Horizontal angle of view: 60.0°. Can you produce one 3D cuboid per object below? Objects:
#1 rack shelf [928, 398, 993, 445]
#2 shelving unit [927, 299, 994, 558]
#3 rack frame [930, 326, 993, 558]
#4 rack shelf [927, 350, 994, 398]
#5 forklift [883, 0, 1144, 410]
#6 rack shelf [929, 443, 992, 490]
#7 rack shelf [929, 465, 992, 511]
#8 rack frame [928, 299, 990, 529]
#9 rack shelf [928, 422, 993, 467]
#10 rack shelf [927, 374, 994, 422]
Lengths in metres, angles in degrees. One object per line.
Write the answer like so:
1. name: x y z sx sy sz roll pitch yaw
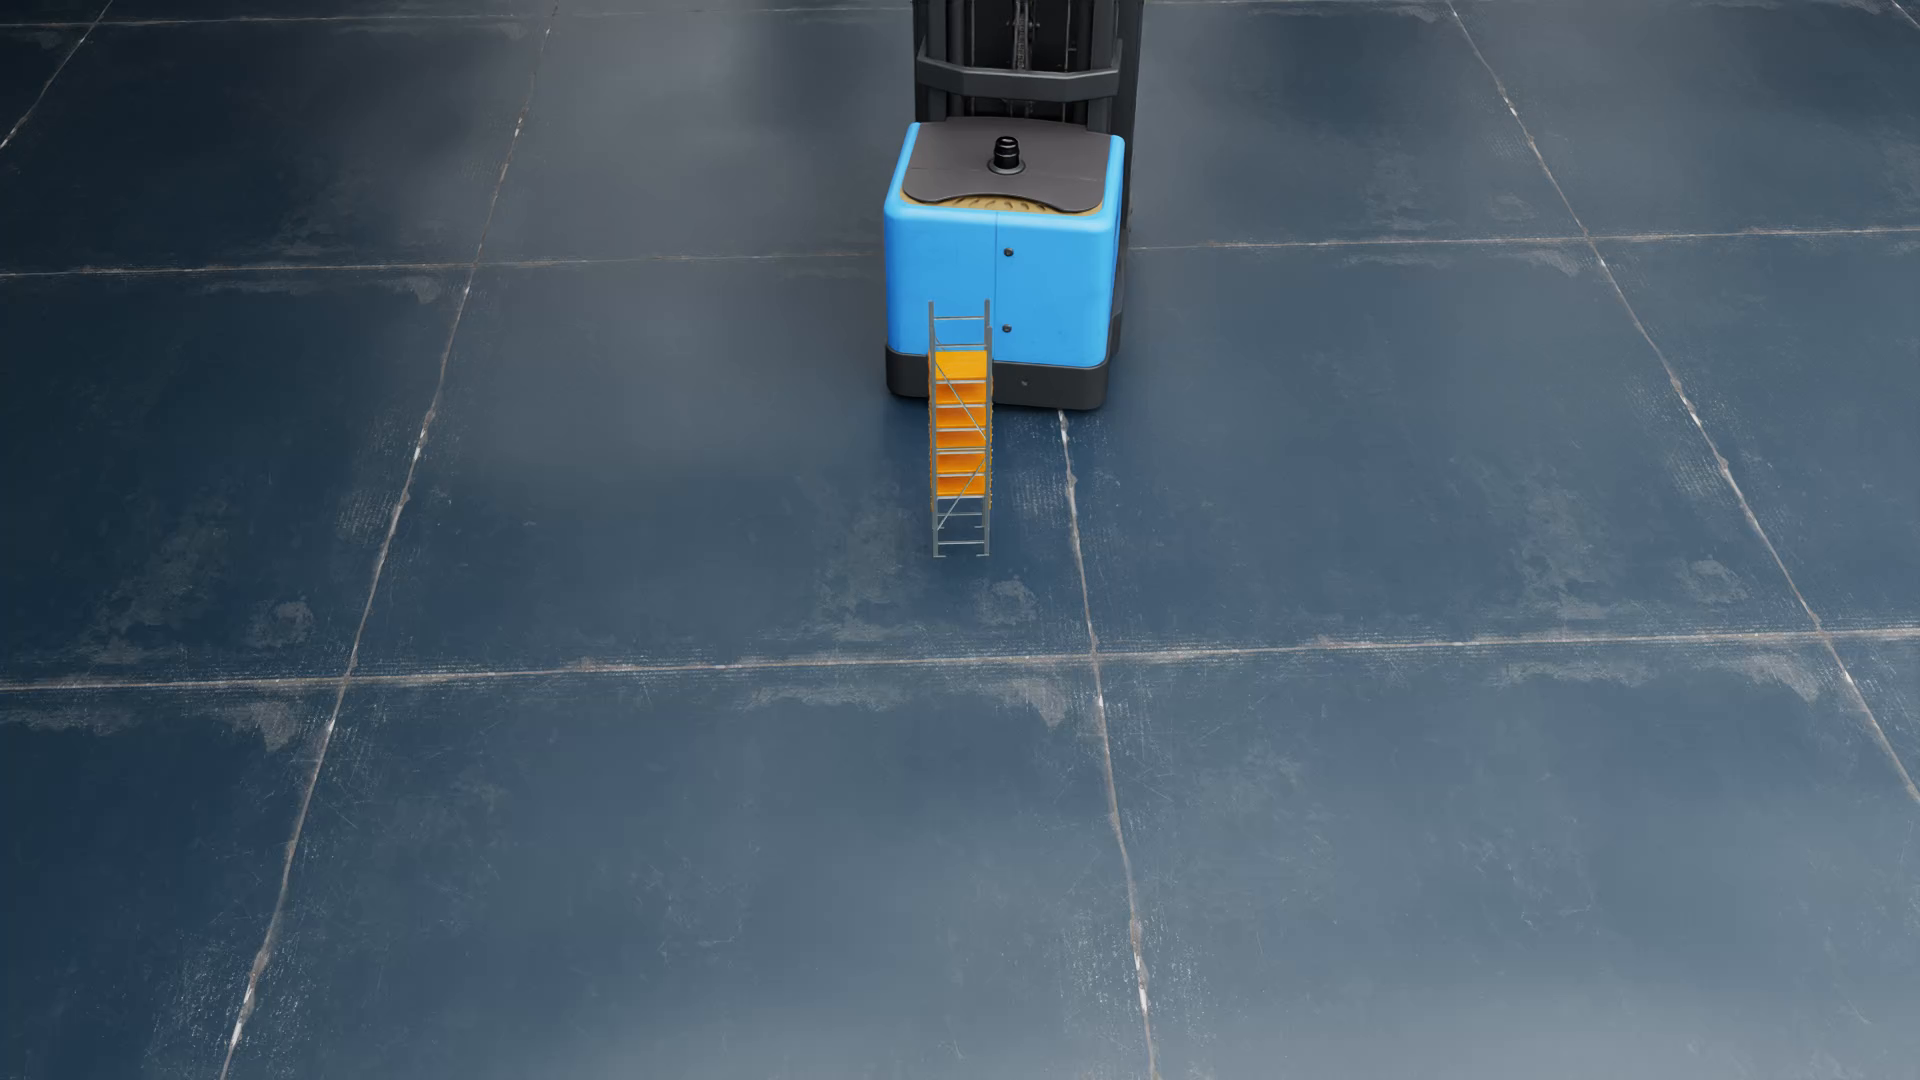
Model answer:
1. rack shelf: 0.001 -0.488 6.783 0.258 0.103 0.180 -2 43 -2
2. shelving unit: 0.001 -0.433 6.834 0.258 1.200 0.189 -2 43 -2
3. rack frame: 0.005 -0.371 6.767 0.240 1.200 0.006 -2 43 -2
4. rack shelf: 0.001 -0.665 6.621 0.258 0.103 0.180 -2 43 -2
5. forklift: 0.353 -2.688 8.014 1.130 2.935 3.031 5 43 6
6. rack shelf: 0.001 -0.311 6.945 0.258 0.103 0.180 -2 43 -2
7. rack shelf: 0.001 -0.223 7.026 0.258 0.103 0.180 -2 43 -2
8. rack frame: -0.003 -0.494 6.901 0.240 1.200 0.006 -2 43 -2
9. rack shelf: 0.001 -0.400 6.864 0.258 0.103 0.180 -2 43 -2
10. rack shelf: 0.001 -0.577 6.702 0.258 0.103 0.180 -2 43 -2
